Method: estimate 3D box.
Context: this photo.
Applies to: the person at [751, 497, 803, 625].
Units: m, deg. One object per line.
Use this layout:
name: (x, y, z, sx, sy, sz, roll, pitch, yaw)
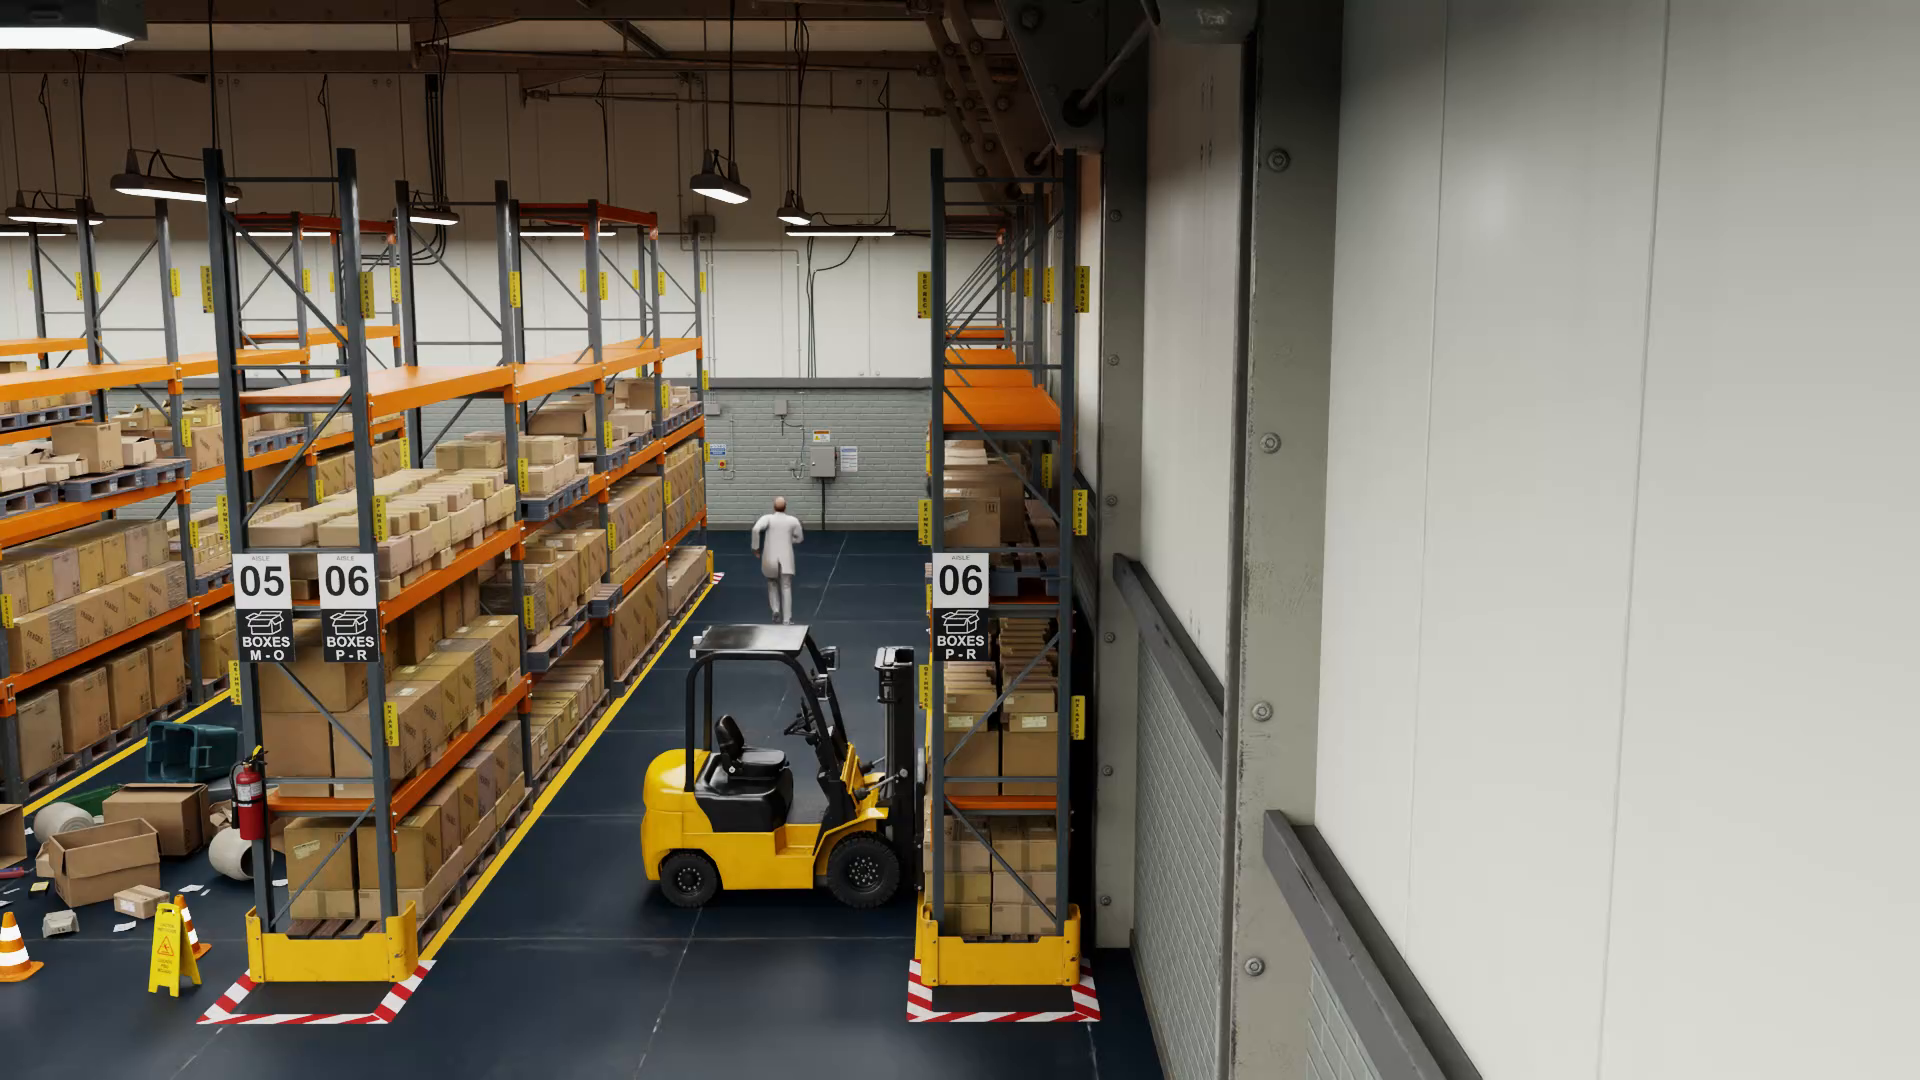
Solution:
person: (-2.538, 0.330, 23.136, 0.726, 1.858, 0.919, -1, 9, -6)
